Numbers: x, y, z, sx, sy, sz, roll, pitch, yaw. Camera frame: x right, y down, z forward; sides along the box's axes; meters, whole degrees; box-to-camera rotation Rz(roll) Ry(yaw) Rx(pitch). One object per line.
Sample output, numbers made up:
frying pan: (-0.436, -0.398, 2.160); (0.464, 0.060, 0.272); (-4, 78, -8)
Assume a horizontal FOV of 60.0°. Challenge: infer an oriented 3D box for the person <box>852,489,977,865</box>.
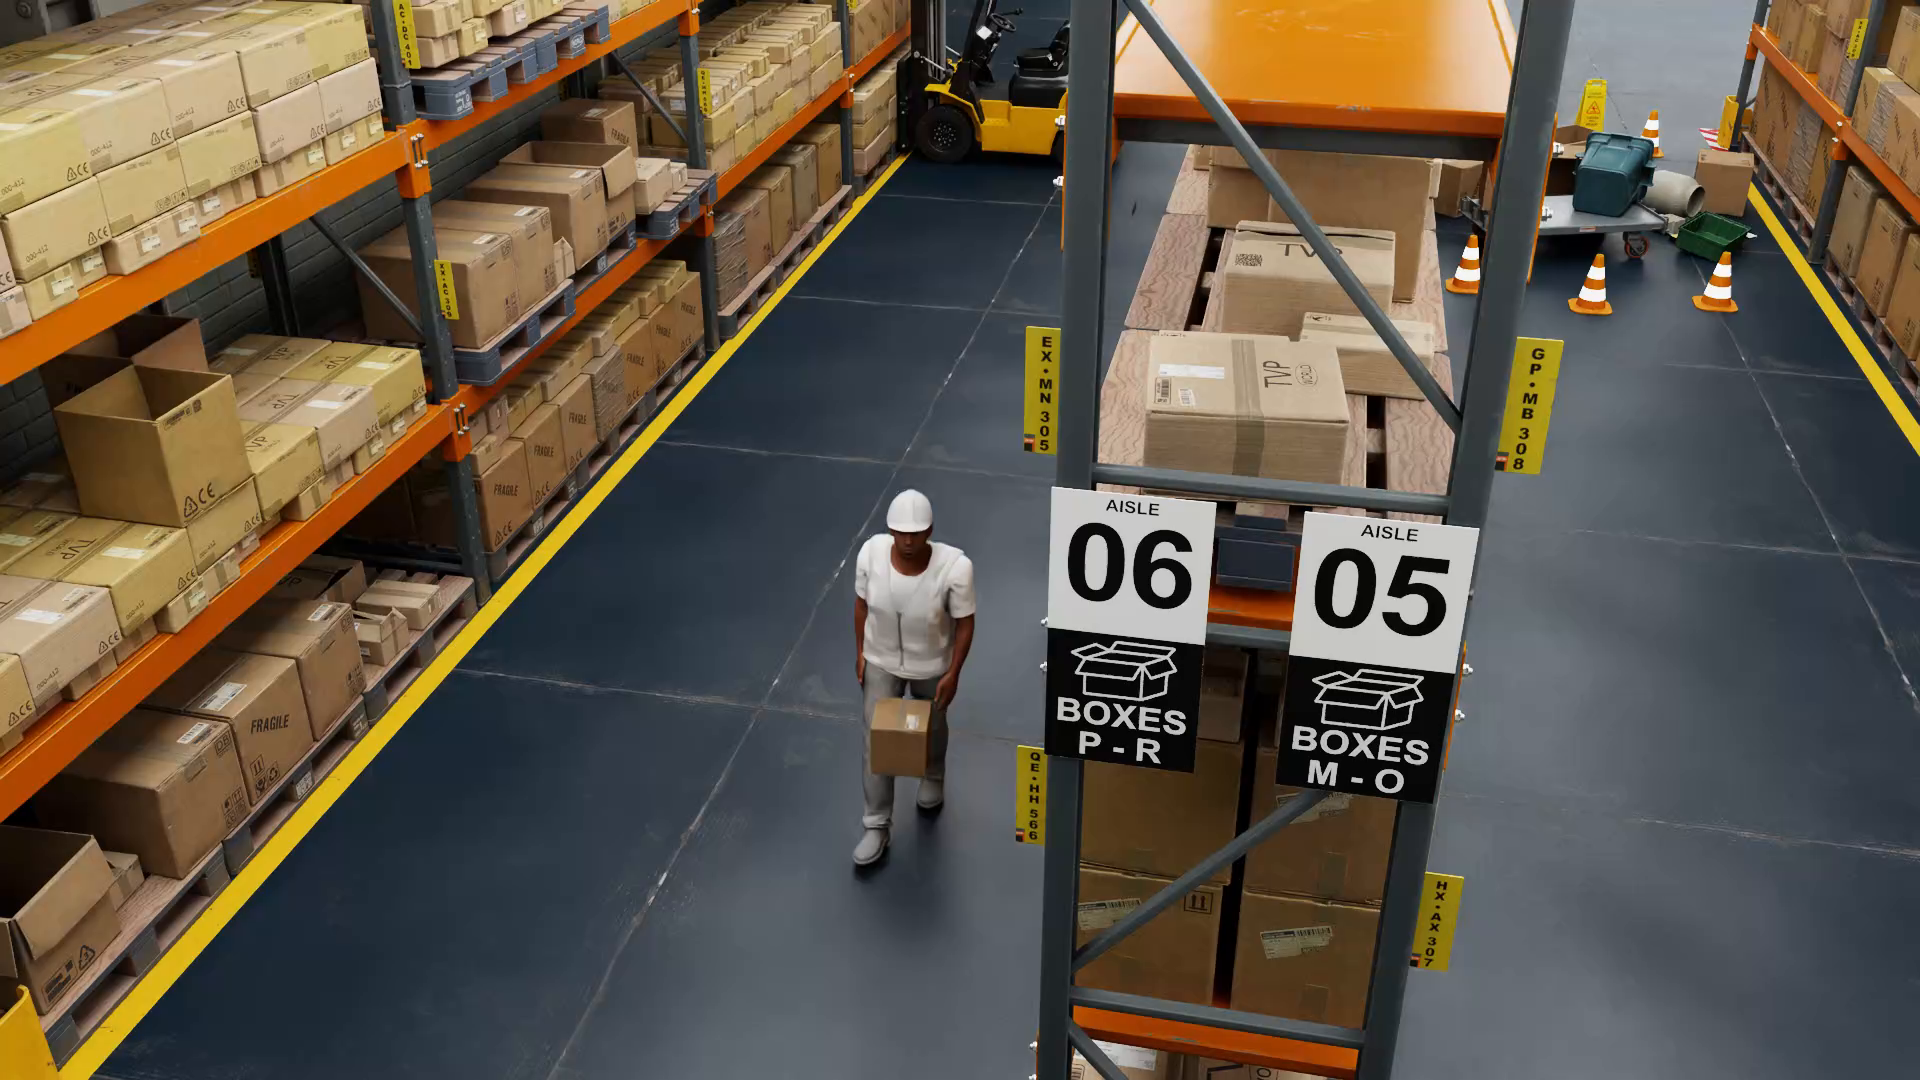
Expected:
person: (-0.222, 0.588, 7.501); (0.572, 1.740, 0.834); (5, 29, 9)
